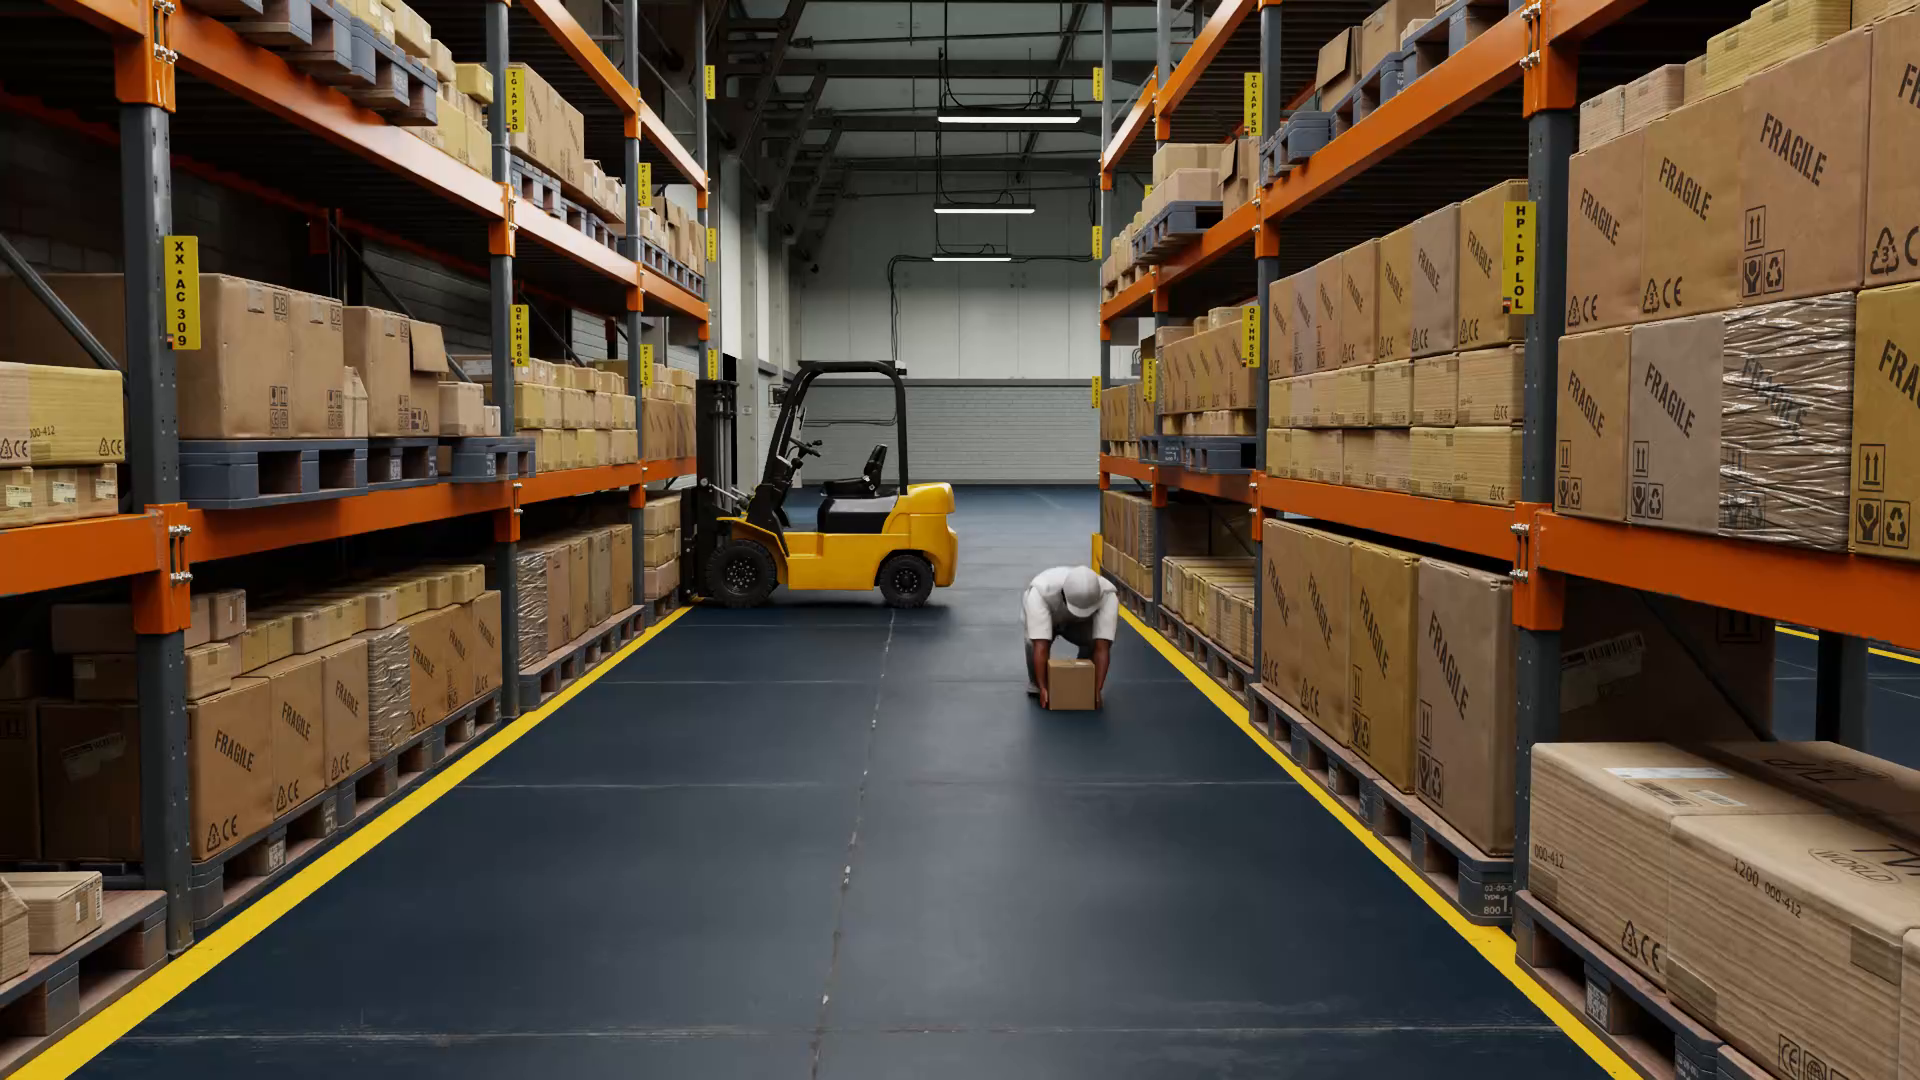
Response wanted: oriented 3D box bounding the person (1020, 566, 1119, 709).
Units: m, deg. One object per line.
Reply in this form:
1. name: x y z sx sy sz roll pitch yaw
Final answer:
1. person: 0.633 0.548 9.596 0.533 0.861 0.944 0 4 -4
